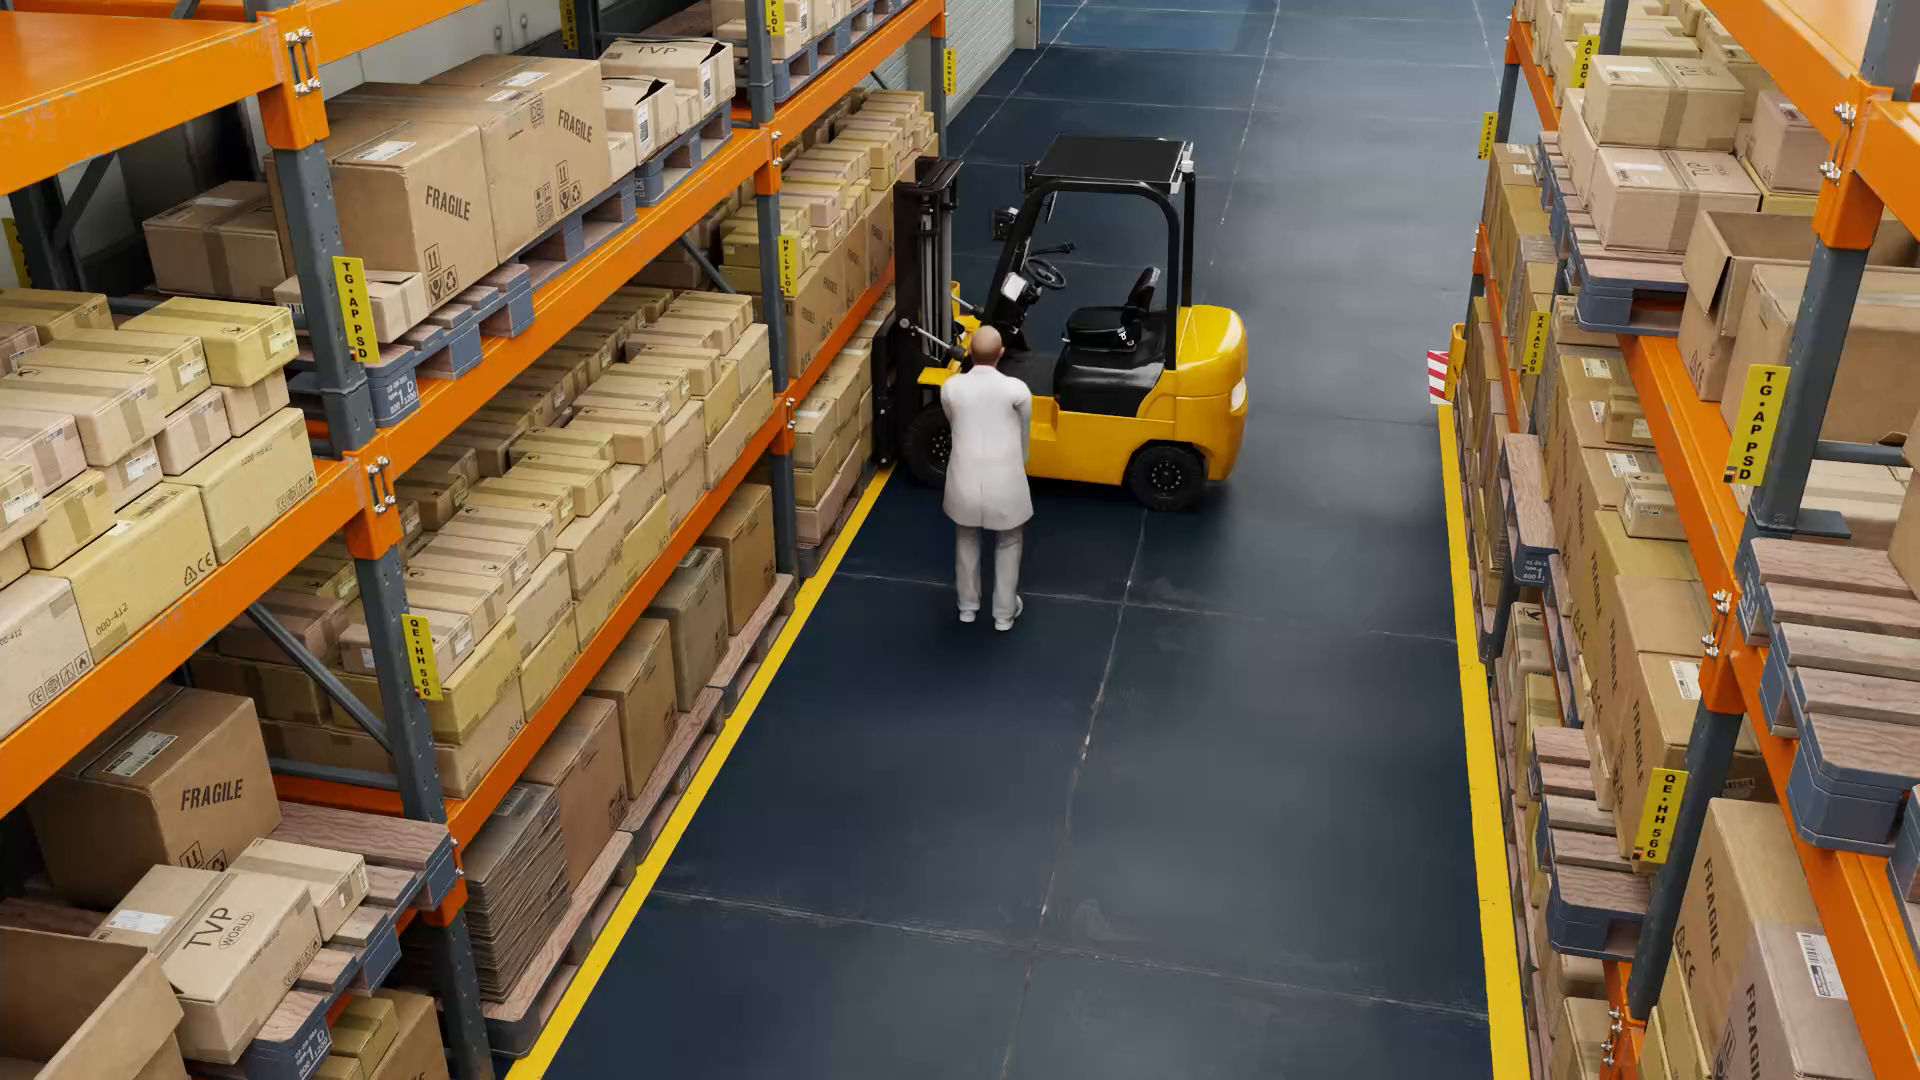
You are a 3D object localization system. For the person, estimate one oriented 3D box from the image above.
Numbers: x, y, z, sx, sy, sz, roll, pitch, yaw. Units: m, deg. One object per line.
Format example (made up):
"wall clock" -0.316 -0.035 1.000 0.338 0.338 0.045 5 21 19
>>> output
"person" 0.167 -0.376 9.345 0.531 1.774 0.573 5 29 10
